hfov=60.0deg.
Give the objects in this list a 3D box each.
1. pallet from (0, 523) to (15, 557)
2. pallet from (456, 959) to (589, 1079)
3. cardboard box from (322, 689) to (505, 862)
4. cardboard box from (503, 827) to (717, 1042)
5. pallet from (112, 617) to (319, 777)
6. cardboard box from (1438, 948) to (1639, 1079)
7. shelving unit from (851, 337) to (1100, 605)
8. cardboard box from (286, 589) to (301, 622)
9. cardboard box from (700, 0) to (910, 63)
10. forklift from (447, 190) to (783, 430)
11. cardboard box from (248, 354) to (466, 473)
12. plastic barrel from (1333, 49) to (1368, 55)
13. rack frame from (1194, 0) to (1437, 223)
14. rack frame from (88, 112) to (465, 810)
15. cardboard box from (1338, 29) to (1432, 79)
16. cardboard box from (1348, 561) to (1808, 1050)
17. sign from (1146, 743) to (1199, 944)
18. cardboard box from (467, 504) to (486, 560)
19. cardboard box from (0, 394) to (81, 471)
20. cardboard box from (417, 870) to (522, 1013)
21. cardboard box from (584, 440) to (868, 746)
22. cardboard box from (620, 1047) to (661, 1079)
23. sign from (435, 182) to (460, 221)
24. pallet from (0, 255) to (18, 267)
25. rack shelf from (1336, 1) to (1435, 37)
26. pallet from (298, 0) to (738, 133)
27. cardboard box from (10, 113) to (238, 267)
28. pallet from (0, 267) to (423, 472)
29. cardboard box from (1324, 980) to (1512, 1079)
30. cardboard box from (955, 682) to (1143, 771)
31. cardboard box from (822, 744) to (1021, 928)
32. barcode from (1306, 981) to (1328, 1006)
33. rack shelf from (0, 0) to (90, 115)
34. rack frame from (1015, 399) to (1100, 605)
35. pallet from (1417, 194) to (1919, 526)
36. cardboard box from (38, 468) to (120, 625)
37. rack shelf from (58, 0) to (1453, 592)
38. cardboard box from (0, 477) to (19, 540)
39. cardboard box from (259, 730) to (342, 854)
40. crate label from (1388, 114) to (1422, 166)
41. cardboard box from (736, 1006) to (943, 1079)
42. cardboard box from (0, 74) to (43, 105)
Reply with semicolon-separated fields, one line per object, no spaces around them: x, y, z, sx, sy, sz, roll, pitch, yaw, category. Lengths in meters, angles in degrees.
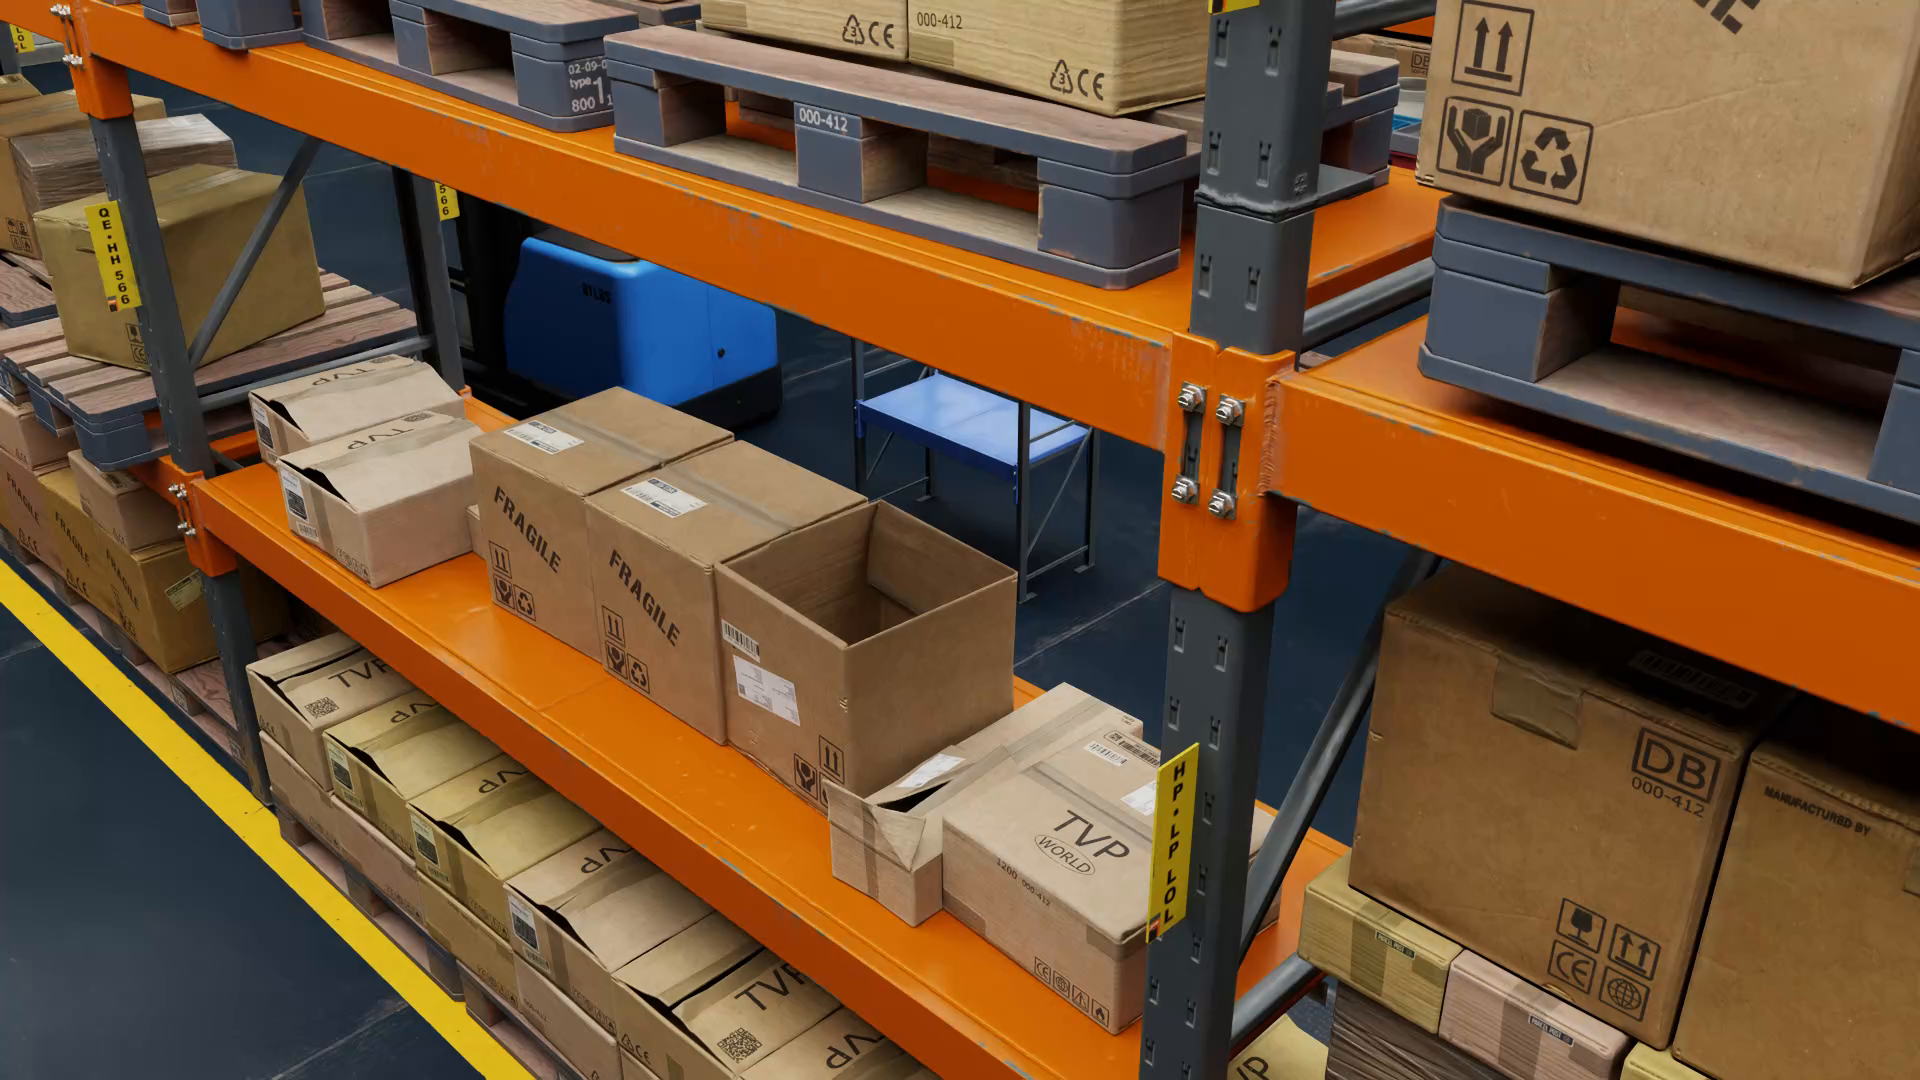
-4.404;-0.372;8.230;1.213;0.211;1.003;25;36;38;pallet
-0.733;1.360;4.936;1.213;0.211;1.003;25;36;38;pallet
-1.610;0.666;5.160;0.500;0.311;0.500;24;36;37;cardboard box
-0.881;1.001;4.524;0.500;0.311;0.500;24;36;38;cardboard box
-2.664;0.425;6.716;1.213;0.211;1.003;25;36;38;pallet
0.929;0.654;2.479;0.380;0.149;0.250;-25;36;-38;cardboard box
0.061;-0.636;7.348;1.048;1.500;0.538;25;36;38;shelving unit
-2.660;-0.054;6.843;0.500;0.500;0.500;23;35;37;cardboard box
-0.132;-1.078;3.064;0.500;0.250;0.500;21;34;34;cardboard box
-2.408;-2.244;8.869;3.031;2.935;1.130;21;35;35;forklift
-1.929;-0.381;5.347;0.500;0.311;0.500;-23;35;-36;cardboard box
1.861;-2.206;8.575;0.708;0.536;0.600;25;36;38;plastic barrel
0.694;-1.904;1.701;0.127;3.000;1.000;25;36;38;rack frame
-2.158;-0.554;5.580;0.127;3.000;1.000;25;36;38;rack frame
3.682;-3.611;13.226;0.875;0.875;1.225;25;36;39;cardboard box
1.015;0.276;2.501;0.500;0.500;0.700;25;37;39;cardboard box
0.321;0.457;2.498;0.005;0.325;0.100;25;36;38;sign
-1.209;-0.045;4.882;0.380;0.149;0.250;-22;35;-36;cardboard box
-3.765;-0.551;6.981;0.500;0.250;0.500;24;36;37;cardboard box
-1.257;1.077;4.981;0.500;0.250;0.500;23;36;37;cardboard box
-0.575;0.116;4.199;0.500;0.500;0.500;25;36;38;cardboard box
-0.529;1.411;4.346;0.500;0.250;0.500;-24;36;-38;cardboard box
-1.771;-1.251;5.663;0.005;0.325;0.100;25;36;38;sign
-4.517;-1.477;7.542;1.213;0.211;1.003;25;36;38;pallet
3.364;-4.174;13.238;4.000;0.370;1.077;25;36;38;rack shelf
-0.812;-1.242;3.869;1.003;0.211;1.213;-23;36;-37;pallet
-3.205;-1.314;6.466;0.700;0.500;0.500;-18;33;-30;cardboard box
-2.691;-0.667;6.001;1.003;0.211;1.213;25;36;38;pallet
1.015;0.850;2.803;0.500;0.500;0.700;23;36;37;cardboard box
0.206;0.506;3.835;0.250;0.149;0.380;25;36;38;cardboard box
-0.062;0.585;3.559;0.258;0.266;0.396;24;36;37;cardboard box
0.804;1.017;3.775;0.075;0.075;0.001;25;36;38;barcode
-3.584;-2.215;6.290;4.000;0.370;1.077;25;36;38;rack shelf
0.423;-0.470;7.033;0.032;1.500;0.500;25;36;38;rack frame
1.320;-0.267;1.907;1.213;0.211;1.003;25;36;38;pallet
-3.358;-0.038;6.813;0.500;0.500;0.500;23;35;37;cardboard box
-0.732;-0.910;3.808;4.000;0.370;1.077;25;36;38;rack shelf
-4.097;-0.372;7.449;0.500;0.500;0.500;-25;37;-39;cardboard box
-1.991;0.746;5.612;0.500;0.250;0.500;24;36;38;cardboard box
1.836;-1.798;7.908;0.616;0.435;0.502;25;36;38;crate label
-0.171;1.330;3.899;0.500;0.311;0.500;-24;36;-38;cardboard box
-4.295;-1.657;7.119;0.700;0.500;0.500;-19;33;-32;cardboard box
